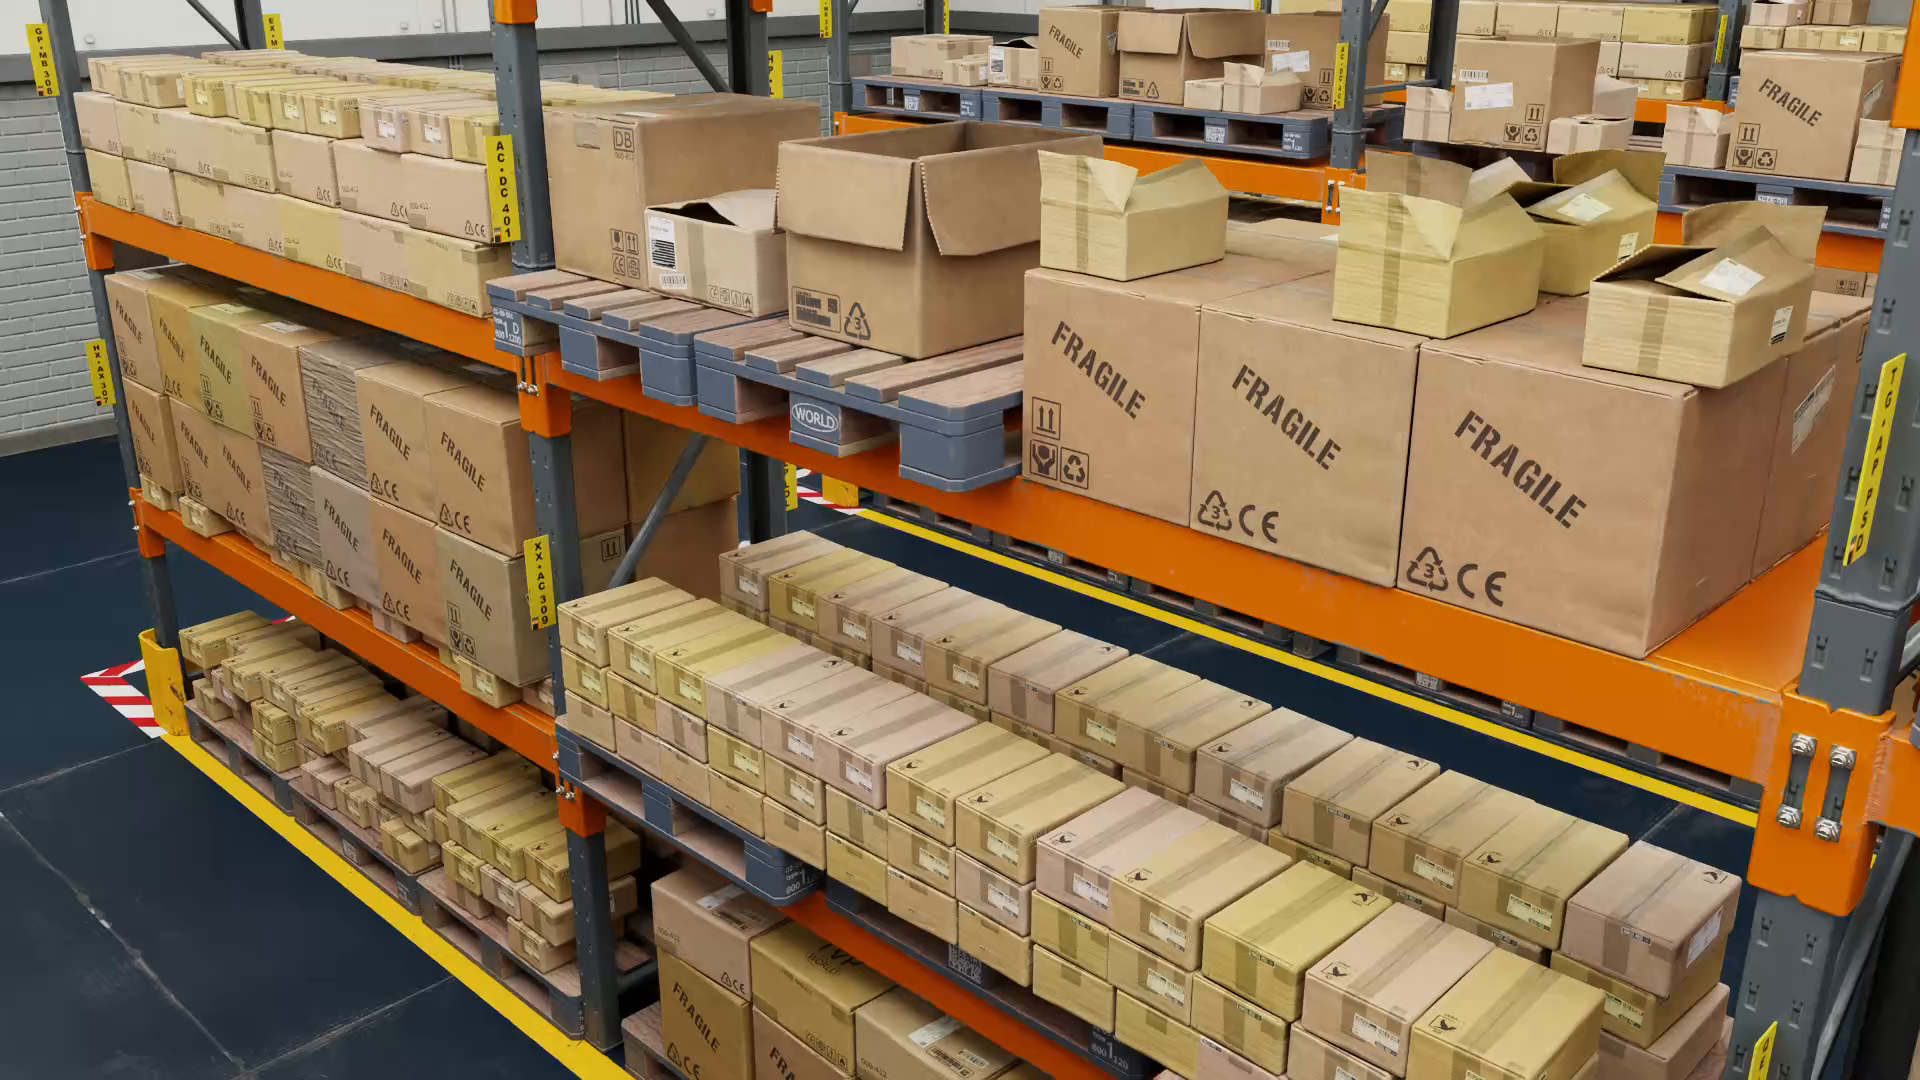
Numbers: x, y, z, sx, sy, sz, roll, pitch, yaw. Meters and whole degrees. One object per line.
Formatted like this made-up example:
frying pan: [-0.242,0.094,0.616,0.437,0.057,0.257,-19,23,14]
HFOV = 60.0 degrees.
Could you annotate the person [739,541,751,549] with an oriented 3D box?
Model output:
person: [-1.266,0.483,9.160,0.530,0.844,0.992,18,27,39]
